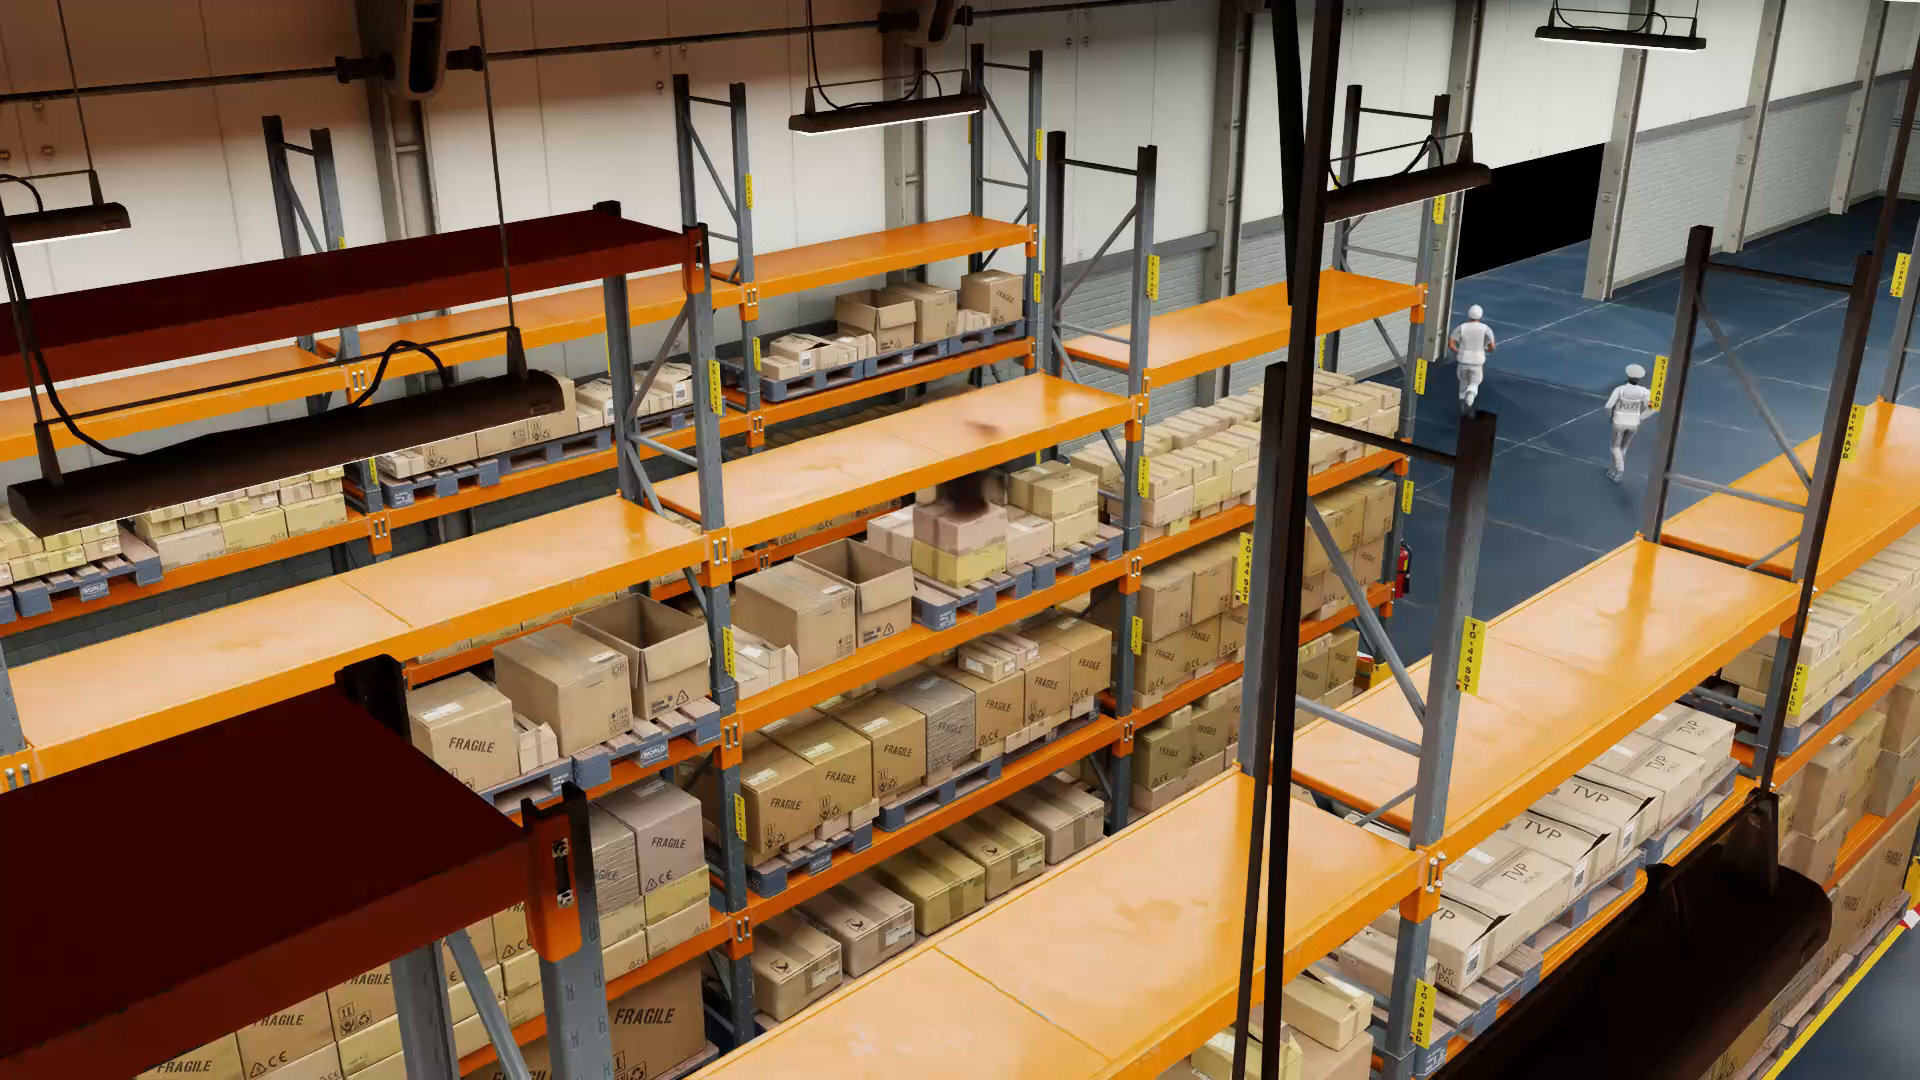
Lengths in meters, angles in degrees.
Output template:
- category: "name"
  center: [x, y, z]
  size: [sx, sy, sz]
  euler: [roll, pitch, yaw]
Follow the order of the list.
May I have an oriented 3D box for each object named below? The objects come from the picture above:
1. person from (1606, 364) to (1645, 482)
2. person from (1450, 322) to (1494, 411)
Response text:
- category: "person"
  center: [8.980, -1.546, 22.405]
  size: [0.458, 1.670, 0.760]
  euler: [3, 23, 6]
- category: "person"
  center: [7.656, -2.577, 25.028]
  size: [0.637, 1.459, 0.639]
  euler: [8, 24, 19]
